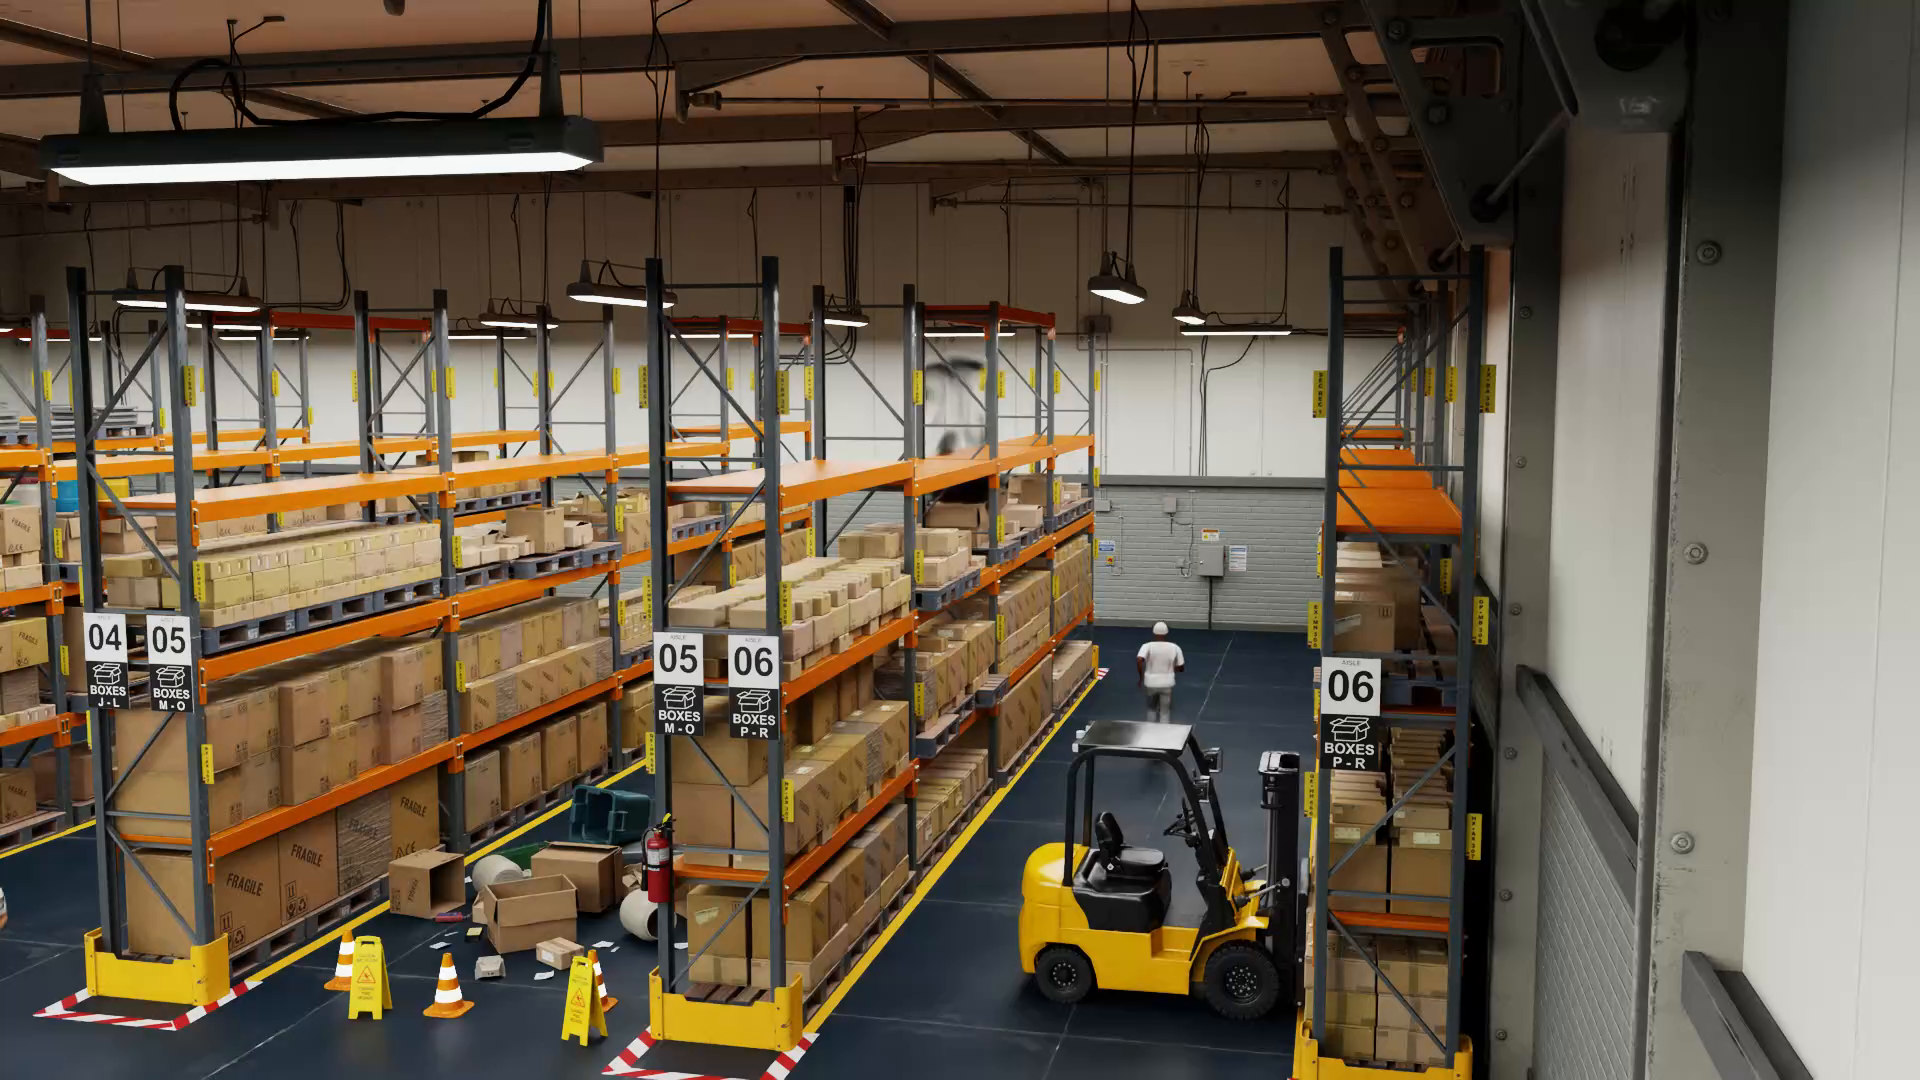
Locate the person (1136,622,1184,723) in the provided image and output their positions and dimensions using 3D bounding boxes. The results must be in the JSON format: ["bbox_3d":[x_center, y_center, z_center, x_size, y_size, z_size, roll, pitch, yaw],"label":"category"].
[{"bbox_3d":[2.713,2.019,22.499,0.630,1.811,0.827,1,6,10],"label":"person"}]

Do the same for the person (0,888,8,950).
[{"bbox_3d":[-7.418,3.119,12.391,0.598,1.621,0.575,-4,7,-35],"label":"person"}]
